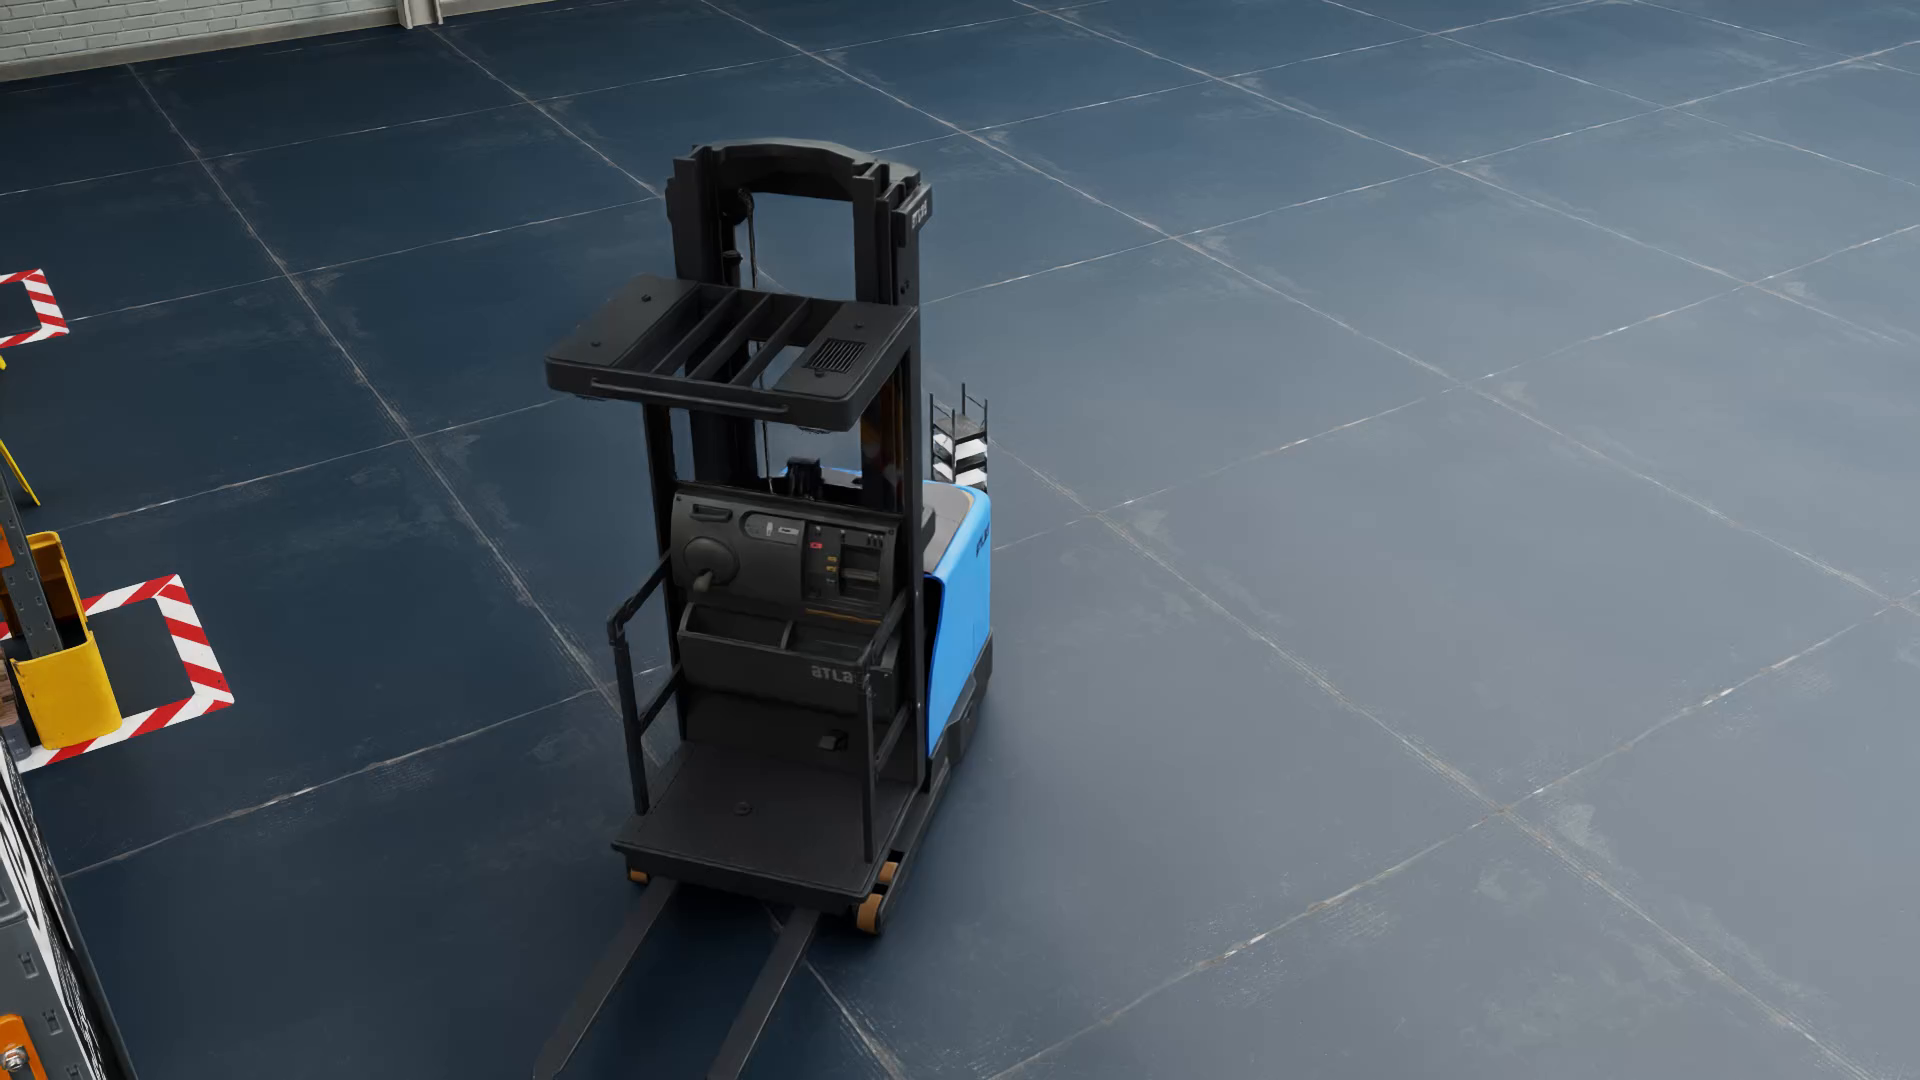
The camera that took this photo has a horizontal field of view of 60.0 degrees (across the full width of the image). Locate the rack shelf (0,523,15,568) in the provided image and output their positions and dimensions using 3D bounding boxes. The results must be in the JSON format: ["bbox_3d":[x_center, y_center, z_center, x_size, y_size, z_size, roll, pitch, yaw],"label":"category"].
[{"bbox_3d":[-6.100,0.298,6.640,4.000,0.370,1.077,-19,37,-27],"label":"rack shelf"}]

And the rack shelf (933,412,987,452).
[{"bbox_3d":[-0.007,-0.578,8.880,0.200,0.077,0.258,-19,37,-27],"label":"rack shelf"}]

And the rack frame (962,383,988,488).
[{"bbox_3d":[0.079,-0.408,9.053,0.006,0.900,0.240,-19,37,-27],"label":"rack frame"}]

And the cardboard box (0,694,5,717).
[{"bbox_3d":[-4.954,0.362,7.462,0.875,0.875,0.875,-19,37,-27],"label":"cardboard box"}]

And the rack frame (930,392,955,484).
[{"bbox_3d":[-0.092,-0.349,8.960,0.006,0.900,0.240,-19,37,-27],"label":"rack frame"}]

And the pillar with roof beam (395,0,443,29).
[{"bbox_3d":[-3.577,-7.544,12.775,0.400,9.000,9.100,-19,37,-27],"label":"pillar with roof beam"}]

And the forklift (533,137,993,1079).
[{"bbox_3d":[-0.752,0.115,6.321,1.130,2.935,3.031,9,33,14],"label":"forklift"}]

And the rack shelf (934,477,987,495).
[{"bbox_3d":[-0.007,-0.274,9.072,0.200,0.077,0.258,-19,37,-27],"label":"rack shelf"}]

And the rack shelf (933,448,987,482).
[{"bbox_3d":[-0.007,-0.426,8.976,0.200,0.077,0.258,-19,37,-27],"label":"rack shelf"}]

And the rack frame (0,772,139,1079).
[{"bbox_3d":[-1.817,1.669,3.793,0.127,3.000,1.000,-19,37,-27],"label":"rack frame"}]

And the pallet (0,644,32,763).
[{"bbox_3d":[-5.049,0.861,7.687,1.213,0.211,1.003,-19,37,-27],"label":"pallet"}]

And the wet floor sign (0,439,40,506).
[{"bbox_3d":[-5.468,-0.485,9.414,0.232,0.644,0.267,-26,41,-35],"label":"wet floor sign"}]

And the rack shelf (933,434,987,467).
[{"bbox_3d":[-0.007,-0.502,8.928,0.200,0.077,0.258,-19,37,-27],"label":"rack shelf"}]

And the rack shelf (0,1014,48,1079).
[{"bbox_3d":[-3.498,1.283,2.268,4.000,0.370,1.077,-19,37,-27],"label":"rack shelf"}]

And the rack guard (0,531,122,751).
[{"bbox_3d":[-4.399,0.466,8.043,0.348,0.500,1.175,-19,37,-27],"label":"rack guard"}]

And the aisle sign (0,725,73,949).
[{"bbox_3d":[-1.927,0.417,3.341,0.004,0.787,0.394,-19,37,-27],"label":"aisle sign"}]

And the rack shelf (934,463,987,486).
[{"bbox_3d":[-0.007,-0.350,9.024,0.200,0.077,0.258,-19,37,-27],"label":"rack shelf"}]

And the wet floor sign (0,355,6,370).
[{"bbox_3d":[-6.447,-1.354,10.792,0.232,0.644,0.267,-7,33,-11],"label":"wet floor sign"}]

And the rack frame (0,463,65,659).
[{"bbox_3d":[-4.419,-0.584,7.365,0.127,3.000,1.000,-19,37,-27],"label":"rack frame"}]

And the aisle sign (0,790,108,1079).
[{"bbox_3d":[-1.602,0.686,2.914,0.004,0.787,0.394,-19,37,-27],"label":"aisle sign"}]

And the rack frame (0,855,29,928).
[{"bbox_3d":[-1.817,-0.868,2.192,0.127,3.000,1.000,-19,37,-27],"label":"rack frame"}]

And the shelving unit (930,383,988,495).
[{"bbox_3d":[-0.007,-0.378,9.006,0.210,0.900,0.258,-19,37,-27],"label":"shelving unit"}]
